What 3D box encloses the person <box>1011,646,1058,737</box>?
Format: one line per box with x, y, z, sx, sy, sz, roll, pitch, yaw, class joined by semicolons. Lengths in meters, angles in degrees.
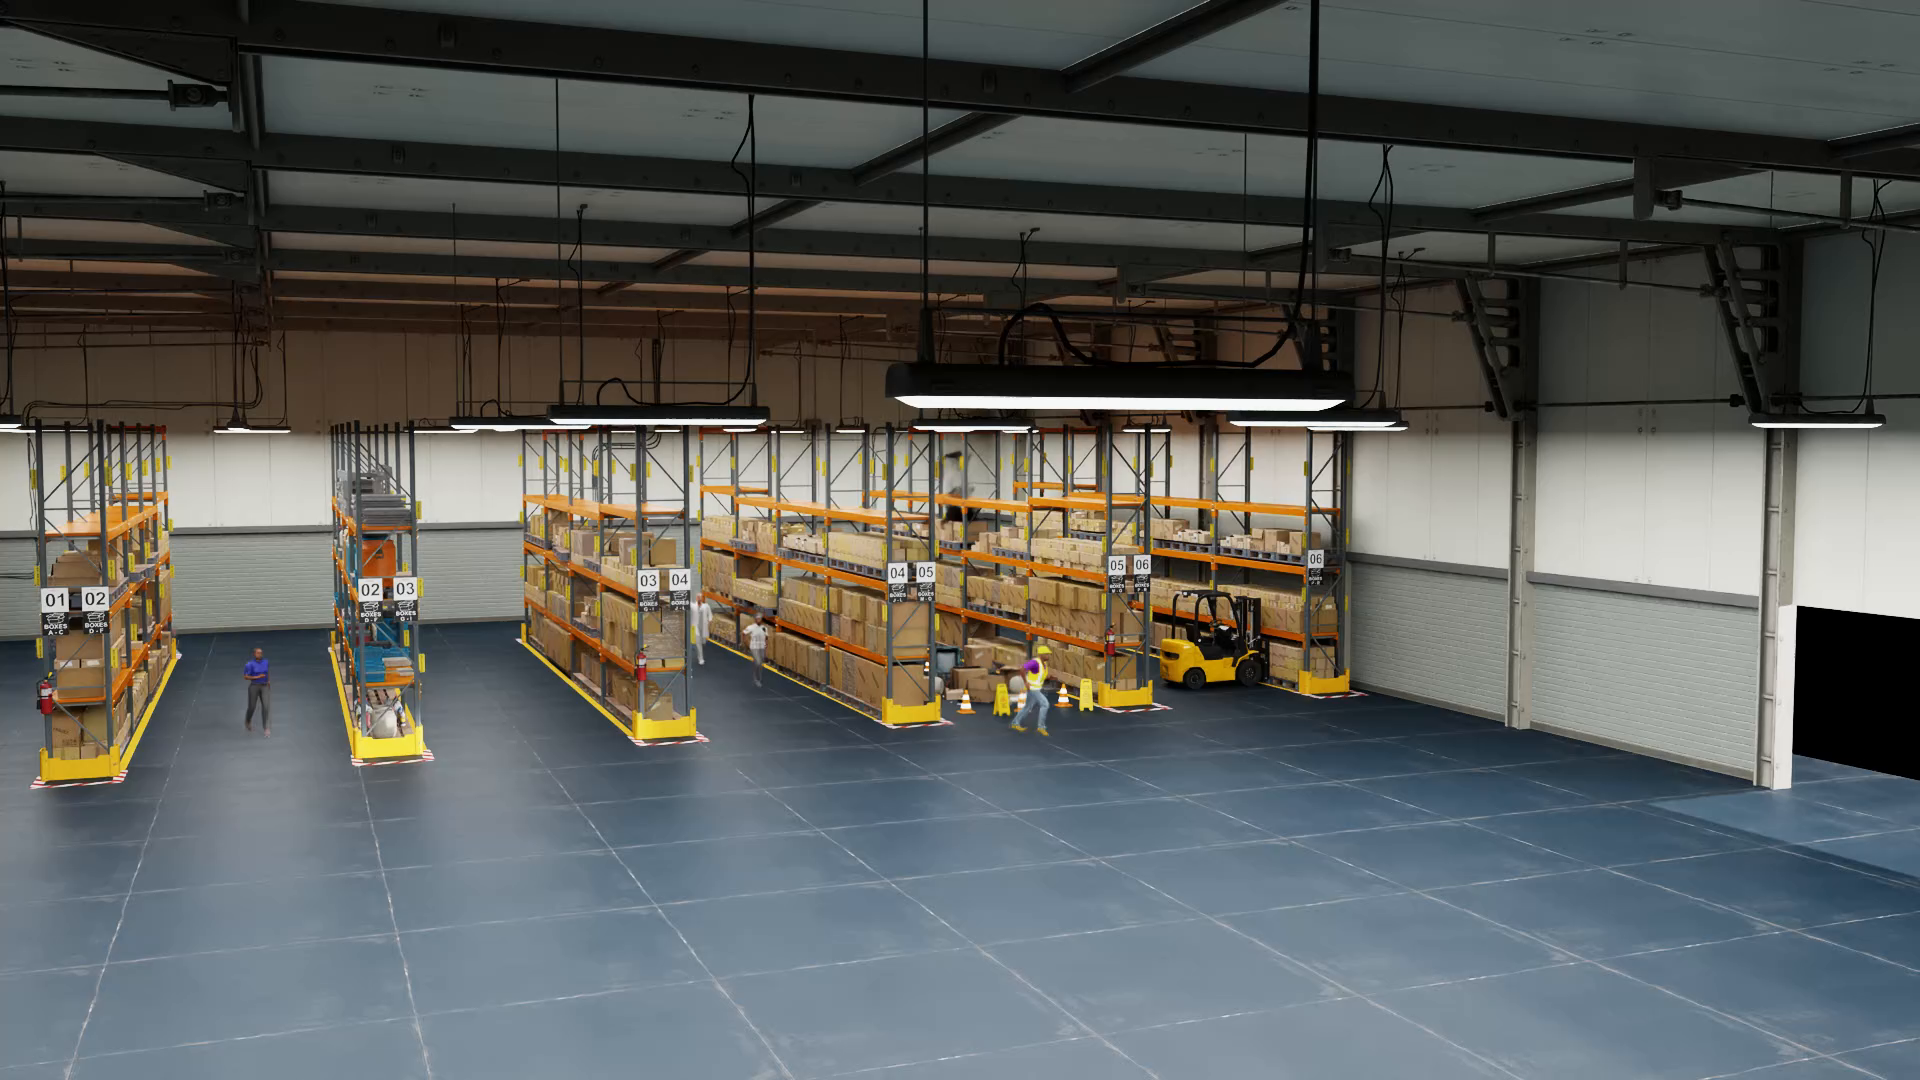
1.387;2.892;31.805;0.900;1.759;0.714;1;4;21;person

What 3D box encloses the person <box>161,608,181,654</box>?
-20.896;2.174;43.687;0.741;1.717;0.608;-1;4;-14;person

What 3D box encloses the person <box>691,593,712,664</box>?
-6.614;2.230;42.092;0.711;1.765;0.880;-1;4;-21;person

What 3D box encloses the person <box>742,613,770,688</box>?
-4.636;2.524;38.064;0.581;1.730;0.738;-2;4;-32;person

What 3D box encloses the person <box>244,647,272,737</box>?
-13.454;2.891;31.842;0.557;1.667;0.901;-3;5;-44;person
